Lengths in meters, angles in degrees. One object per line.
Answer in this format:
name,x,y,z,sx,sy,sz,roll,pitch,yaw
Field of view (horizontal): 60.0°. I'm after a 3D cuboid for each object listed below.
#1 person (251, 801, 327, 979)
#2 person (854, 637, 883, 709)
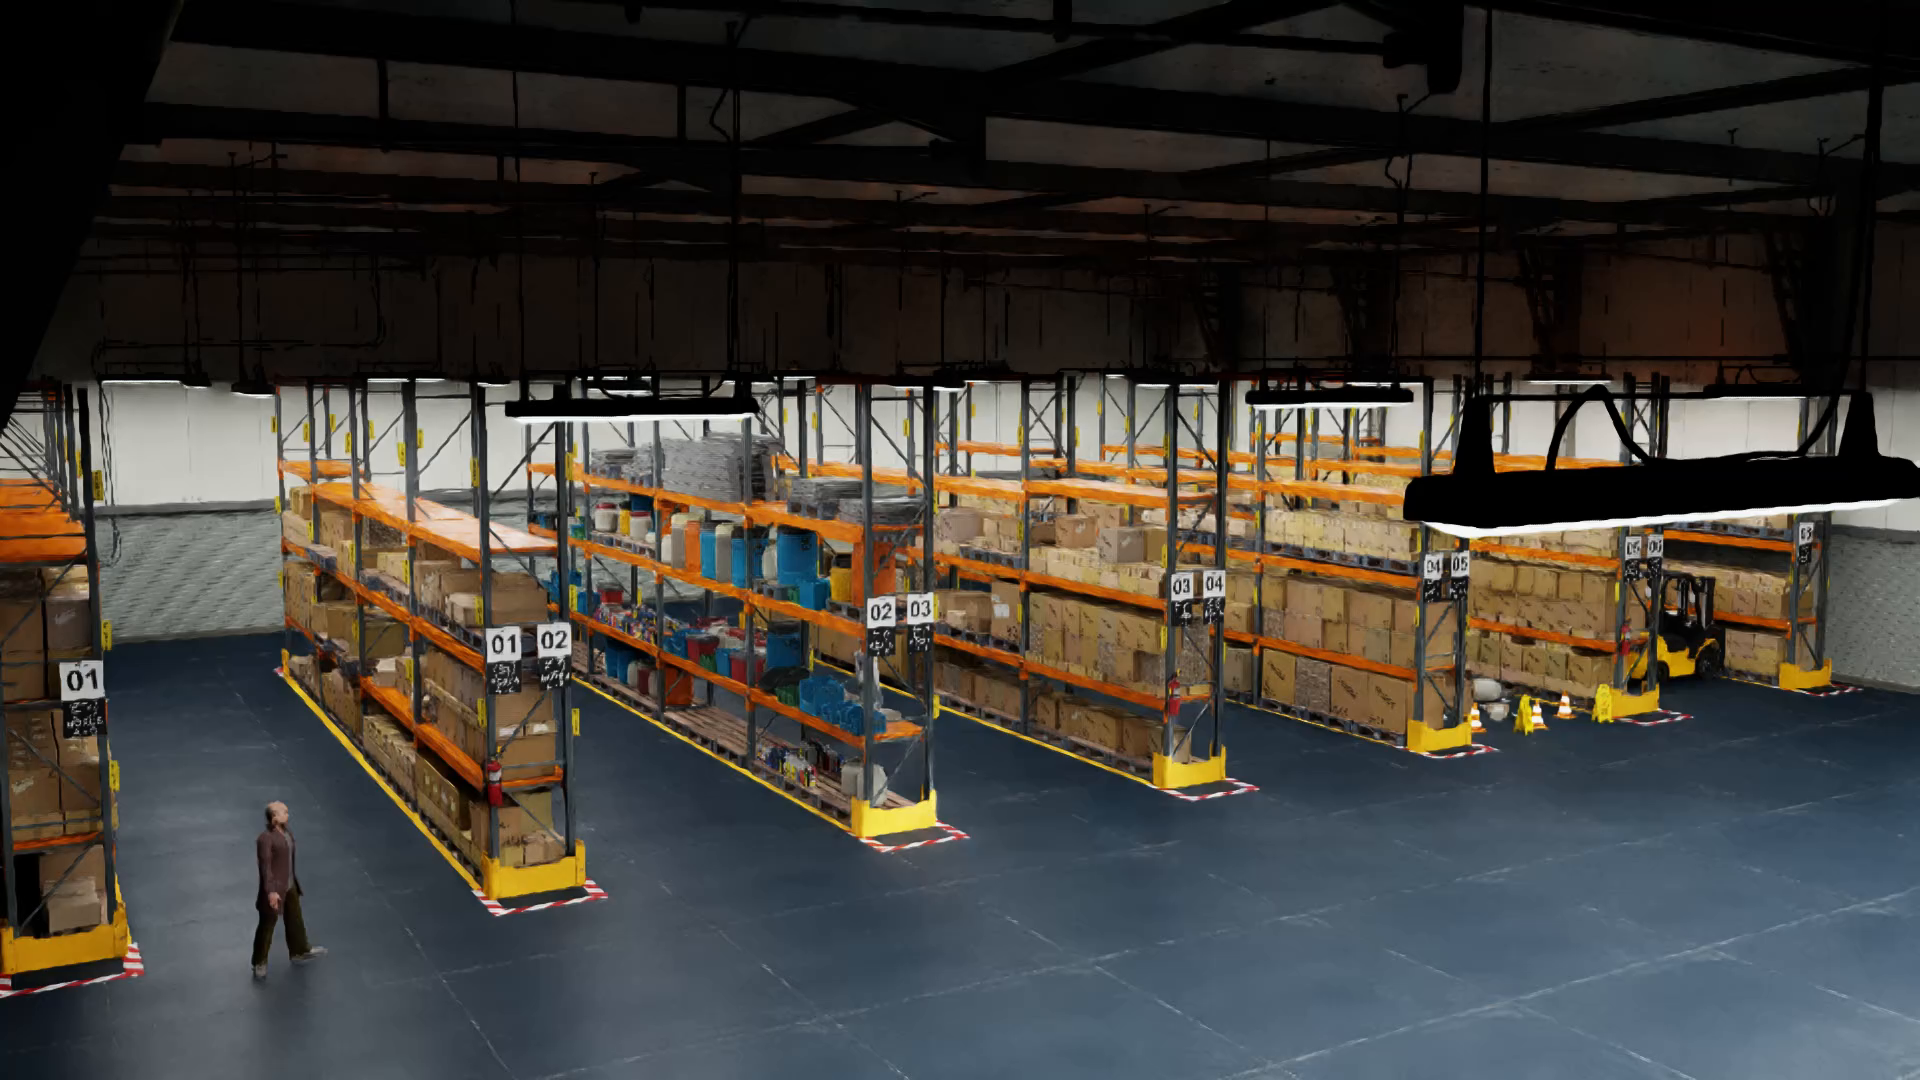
person,-7.013,3.558,17.171,0.578,1.774,0.758,1,6,5
person,-1.580,2.417,28.188,0.516,1.675,0.414,4,7,32
